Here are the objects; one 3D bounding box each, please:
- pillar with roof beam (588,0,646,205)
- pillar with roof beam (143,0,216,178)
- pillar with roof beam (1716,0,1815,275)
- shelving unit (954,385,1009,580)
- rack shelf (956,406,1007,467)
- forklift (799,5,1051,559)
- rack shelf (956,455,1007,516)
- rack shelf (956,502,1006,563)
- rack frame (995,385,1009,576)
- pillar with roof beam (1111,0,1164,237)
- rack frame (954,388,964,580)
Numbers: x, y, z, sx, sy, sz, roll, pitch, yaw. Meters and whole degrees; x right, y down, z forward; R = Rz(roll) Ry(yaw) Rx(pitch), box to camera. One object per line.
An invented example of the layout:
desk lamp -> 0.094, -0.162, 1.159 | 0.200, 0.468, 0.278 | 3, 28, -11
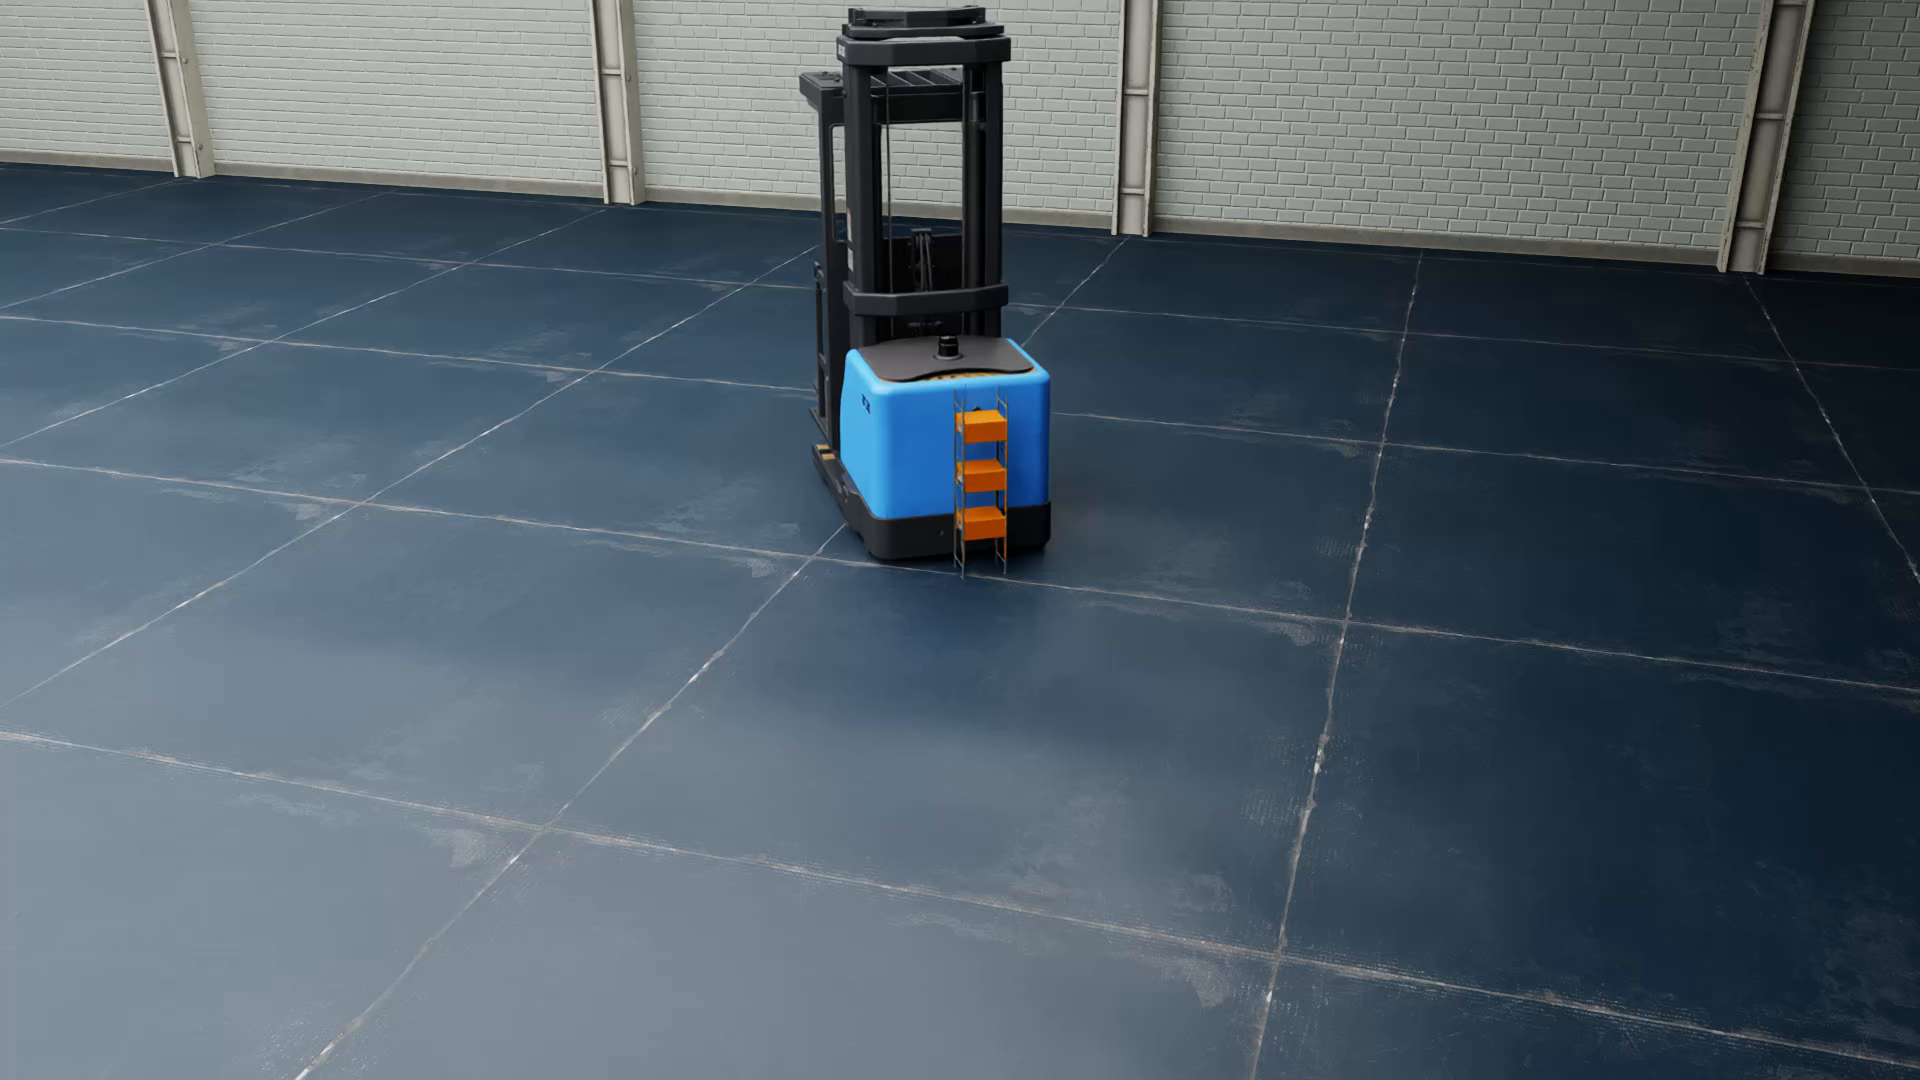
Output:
pillar with roof beam -> -5.143, -6.544, 13.866 | 0.400, 9.000, 9.100 | 7, 23, 16
pillar with roof beam -> -10.887, -7.202, 15.469 | 0.400, 9.000, 9.100 | 7, 23, 16
pillar with roof beam -> 6.346, -5.228, 10.659 | 0.400, 9.000, 9.100 | 7, 23, 16
shelving unit -> 0.113, -0.311, 9.144 | 0.252, 1.050, 0.215 | -6, 23, -14
rack shelf -> 0.113, -0.563, 9.040 | 0.240, 0.259, 0.215 | -6, 23, -14
forklift -> -0.347, -1.778, 10.242 | 1.130, 2.935, 3.031 | -6, 23, -14
rack shelf -> 0.113, -0.301, 9.148 | 0.240, 0.259, 0.215 | -6, 23, -14
rack shelf -> 0.113, -0.044, 9.253 | 0.240, 0.259, 0.215 | -6, 23, -14
rack frame -> 0.231, -0.322, 9.172 | 0.008, 1.050, 0.200 | -6, 23, -14
pillar with roof beam -> 0.601, -5.886, 12.262 | 0.400, 9.000, 9.100 | 7, 23, 16
rack frame -> -0.005, -0.299, 9.115 | 0.008, 1.050, 0.200 | -6, 23, -14
